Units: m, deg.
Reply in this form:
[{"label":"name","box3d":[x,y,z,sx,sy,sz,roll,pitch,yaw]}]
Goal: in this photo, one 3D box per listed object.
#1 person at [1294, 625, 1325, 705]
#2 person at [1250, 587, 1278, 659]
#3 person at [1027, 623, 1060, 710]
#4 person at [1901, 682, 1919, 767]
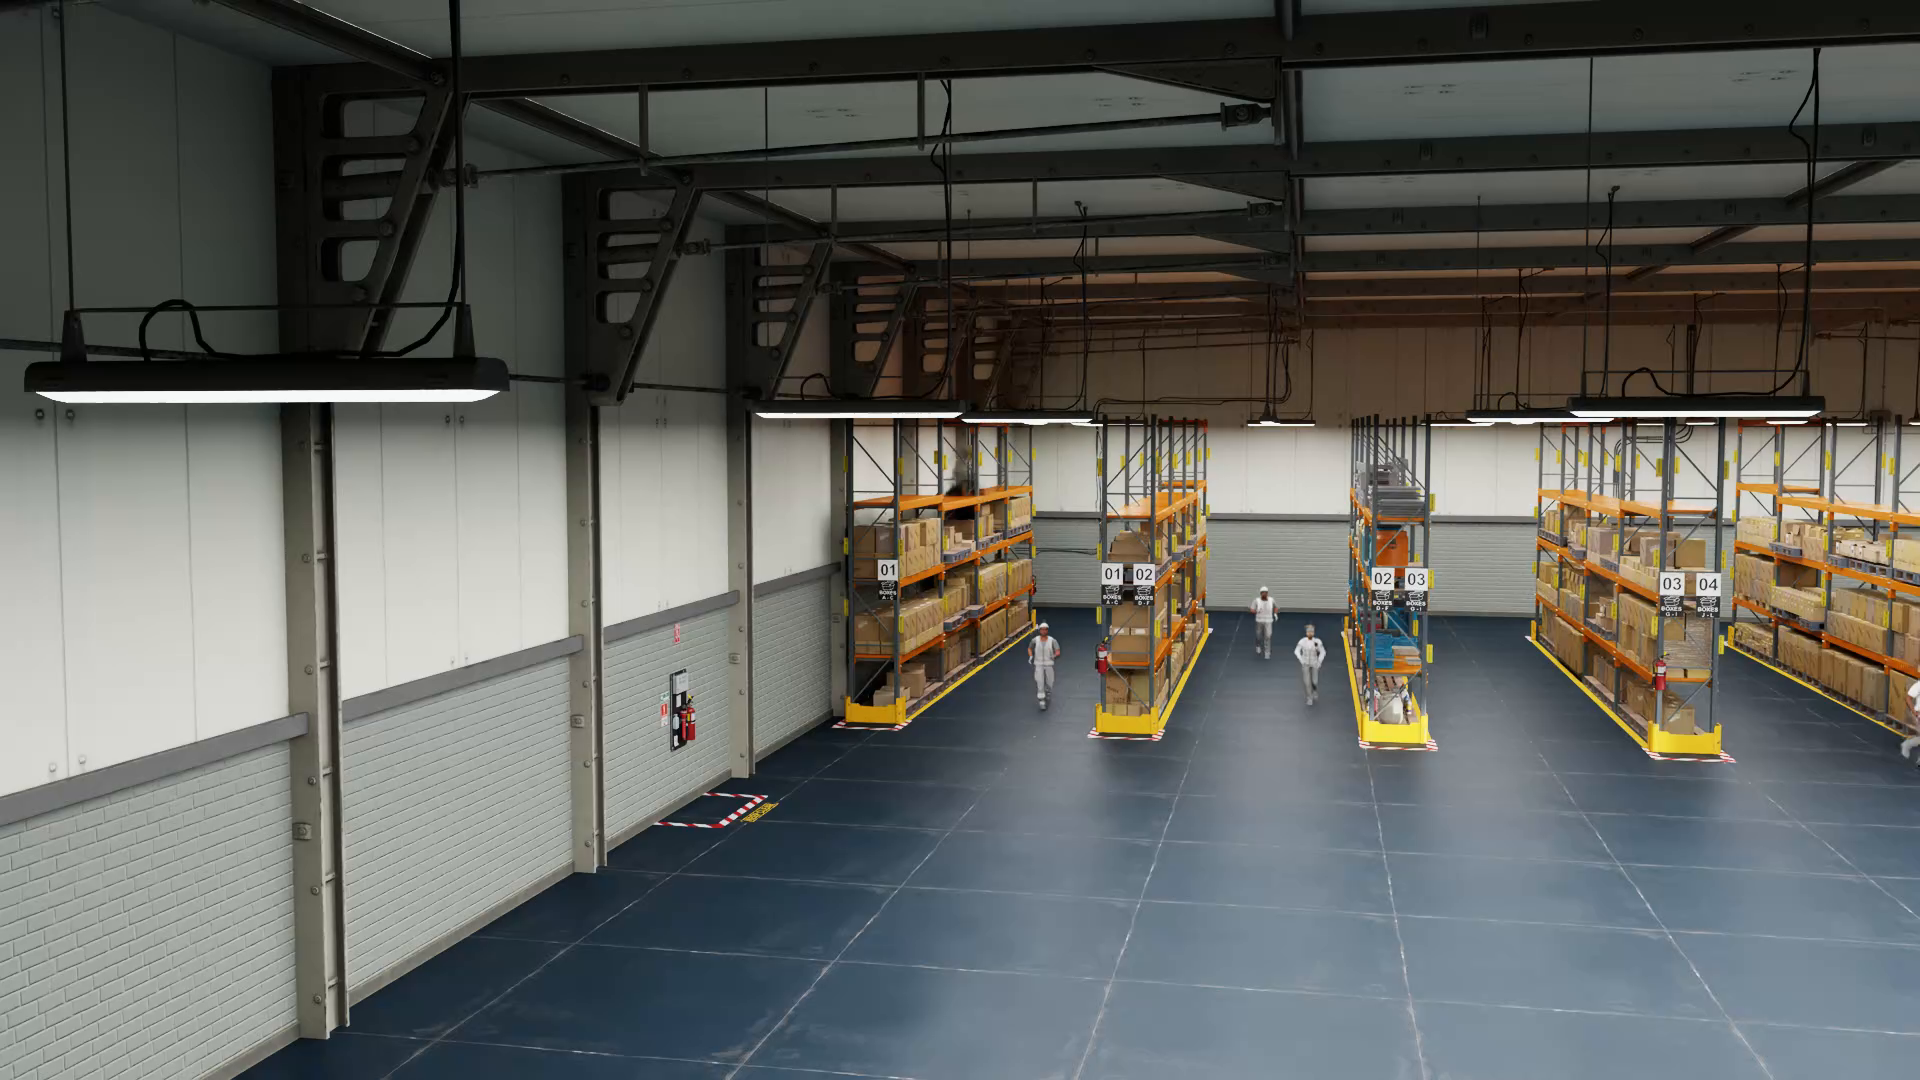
[{"label":"person","box3d":[7.279,2.592,34.635,0.624,1.663,0.545,1,4,14]},{"label":"person","box3d":[7.592,2.051,41.515,0.691,1.762,0.988,0,4,5]},{"label":"person","box3d":[1.713,2.577,34.087,0.667,1.757,0.837,0,4,2]},{"label":"person","box3d":[16.430,2.997,28.216,0.741,1.694,0.603,-1,4,-19]}]
